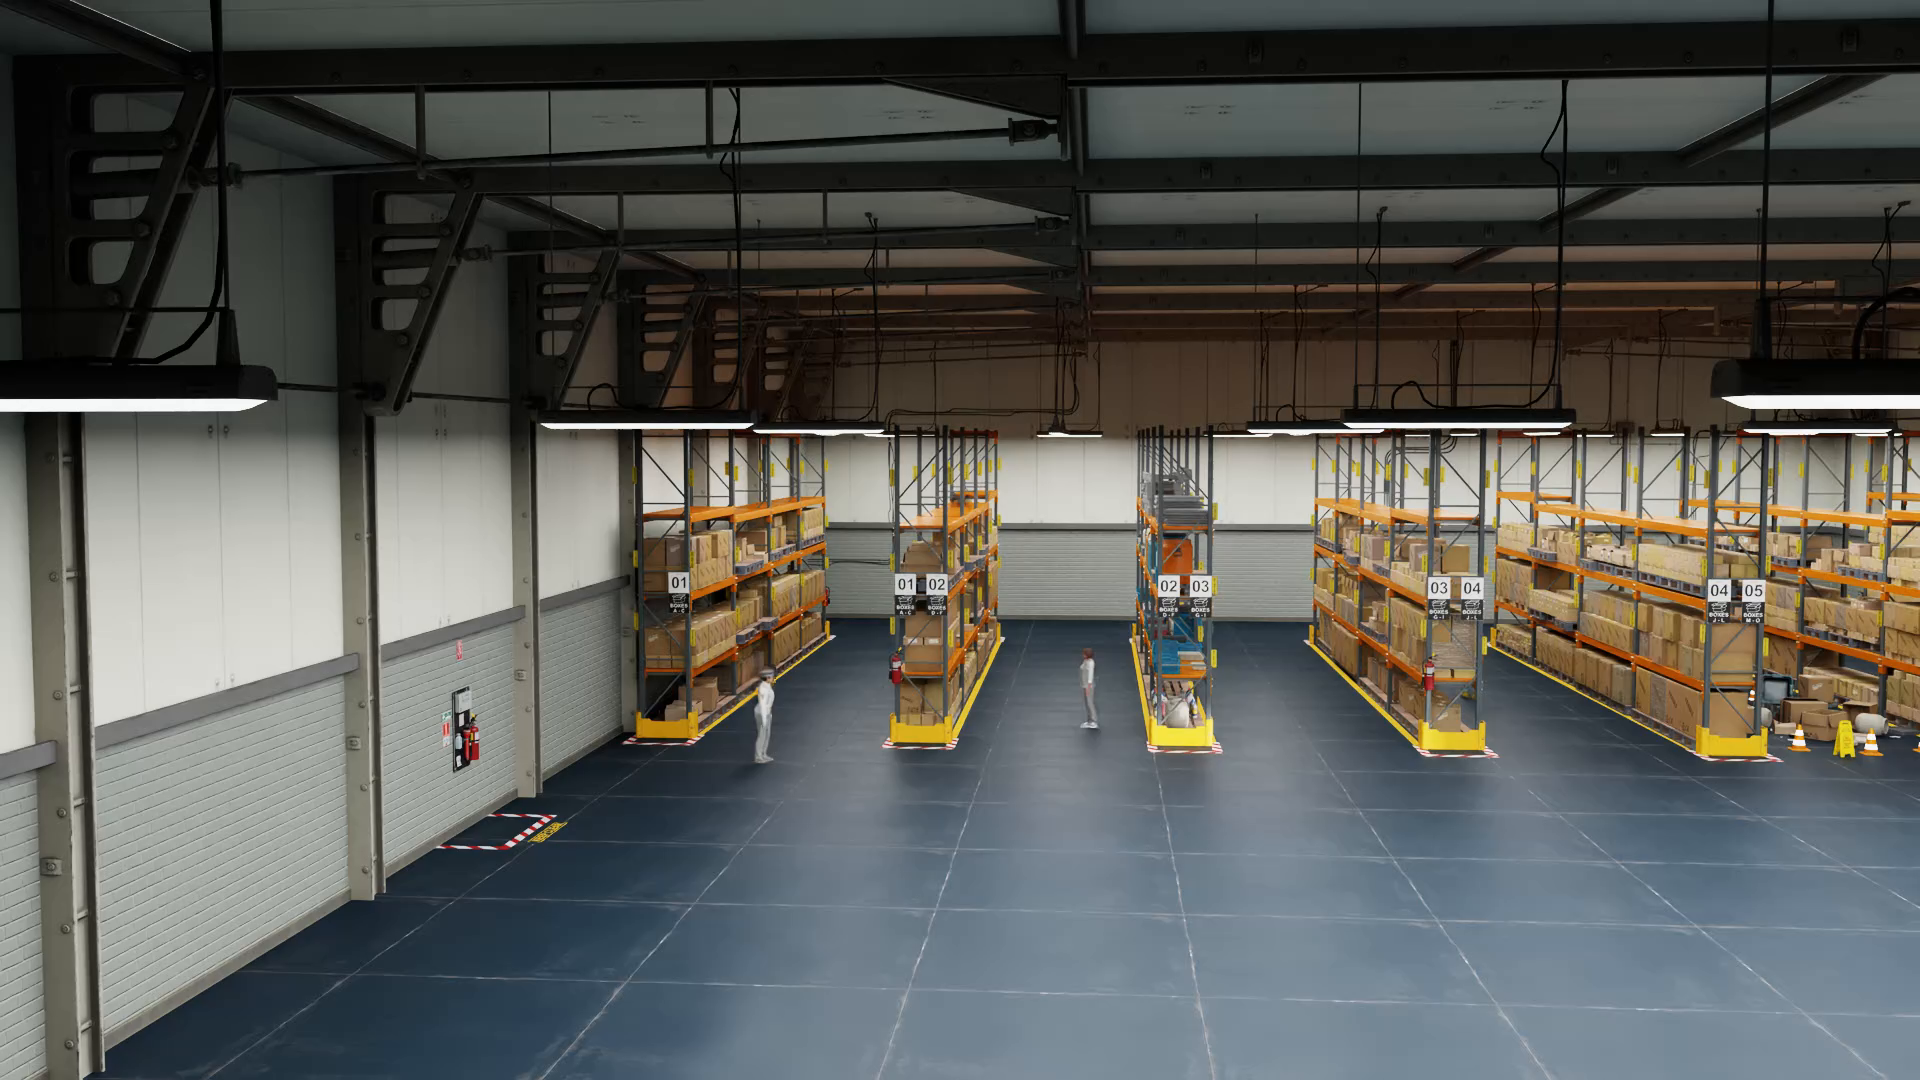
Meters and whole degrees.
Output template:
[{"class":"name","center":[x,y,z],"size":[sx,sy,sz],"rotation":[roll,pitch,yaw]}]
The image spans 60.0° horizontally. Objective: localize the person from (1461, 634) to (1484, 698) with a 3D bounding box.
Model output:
[{"class":"person","center":[11.387,2.608,36.946],"size":[0.412,1.771,0.613],"rotation":[-2,4,-27]}]

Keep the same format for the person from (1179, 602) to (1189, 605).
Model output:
[{"class":"person","center":[6.492,1.997,48.193],"size":[0.728,1.652,0.453],"rotation":[-1,4,-23]}]

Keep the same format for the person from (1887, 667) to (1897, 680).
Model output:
[{"class":"person","center":[22.035,2.530,39.016],"size":[0.604,1.758,0.688],"rotation":[-2,4,-35]}]

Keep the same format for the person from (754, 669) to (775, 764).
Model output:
[{"class":"person","center":[-3.470,3.129,29.522],"size":[0.383,1.664,0.521],"rotation":[0,3,6]}]

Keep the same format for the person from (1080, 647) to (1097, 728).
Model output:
[{"class":"person","center":[2.566,2.938,33.078],"size":[0.344,1.616,0.464],"rotation":[-1,4,-13]}]
